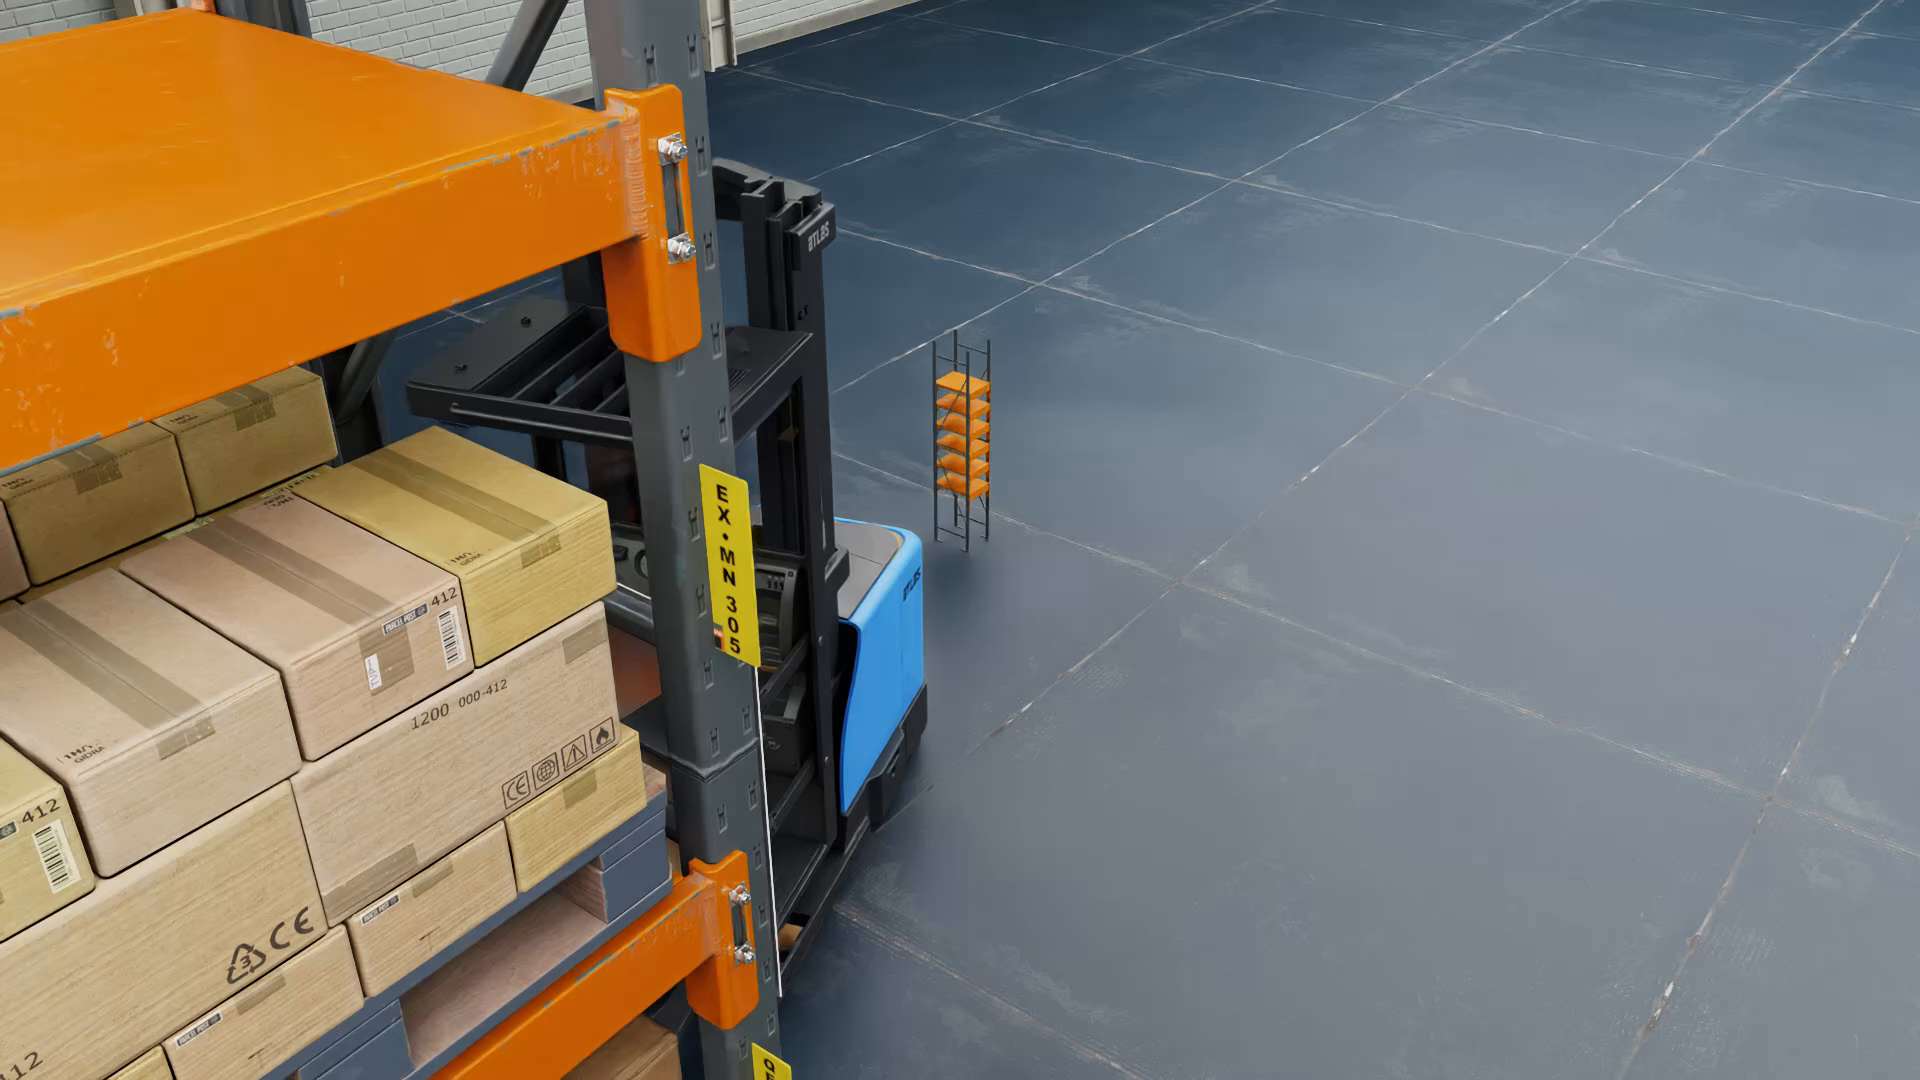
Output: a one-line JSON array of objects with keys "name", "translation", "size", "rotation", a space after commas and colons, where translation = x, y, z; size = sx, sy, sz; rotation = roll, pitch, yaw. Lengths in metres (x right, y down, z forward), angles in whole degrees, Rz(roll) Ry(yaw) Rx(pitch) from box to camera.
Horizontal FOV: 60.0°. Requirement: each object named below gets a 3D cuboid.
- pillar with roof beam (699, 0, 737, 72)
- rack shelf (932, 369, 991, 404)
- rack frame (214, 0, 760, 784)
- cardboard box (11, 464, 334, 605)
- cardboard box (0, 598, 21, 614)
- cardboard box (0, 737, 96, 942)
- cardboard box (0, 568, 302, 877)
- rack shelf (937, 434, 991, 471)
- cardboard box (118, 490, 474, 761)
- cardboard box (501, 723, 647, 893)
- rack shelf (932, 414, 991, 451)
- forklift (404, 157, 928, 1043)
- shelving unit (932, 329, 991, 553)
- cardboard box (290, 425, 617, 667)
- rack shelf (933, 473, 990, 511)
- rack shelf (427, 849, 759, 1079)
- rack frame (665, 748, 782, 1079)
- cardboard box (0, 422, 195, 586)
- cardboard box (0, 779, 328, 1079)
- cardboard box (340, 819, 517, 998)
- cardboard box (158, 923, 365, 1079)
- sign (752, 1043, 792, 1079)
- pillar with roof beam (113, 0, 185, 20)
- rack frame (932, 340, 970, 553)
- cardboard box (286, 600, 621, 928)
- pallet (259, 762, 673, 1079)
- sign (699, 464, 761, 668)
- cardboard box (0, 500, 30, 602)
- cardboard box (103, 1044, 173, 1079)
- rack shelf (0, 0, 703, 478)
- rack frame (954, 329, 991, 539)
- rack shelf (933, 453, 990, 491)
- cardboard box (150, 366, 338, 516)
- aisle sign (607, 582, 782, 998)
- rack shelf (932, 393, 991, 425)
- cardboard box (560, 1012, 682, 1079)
[{"name": "pillar with roof beam", "translation": [0.798, -7.630, 13.298], "size": [9.100, 9.000, 0.400], "rotation": [21, 37, 31]}, {"name": "rack shelf", "translation": [0.009, -0.794, 8.793], "size": [0.258, 0.103, 0.180], "rotation": [21, 37, 31]}, {"name": "rack frame", "translation": [-0.772, -1.075, 2.237], "size": [1.000, 3.000, 0.127], "rotation": [21, 37, 31]}, {"name": "cardboard box", "translation": [-1.268, 0.046, 2.634], "size": [0.500, 0.250, 0.500], "rotation": [21, 37, 31]}, {"name": "cardboard box", "translation": [-1.573, 0.253, 2.285], "size": [0.500, 0.250, 0.500], "rotation": [21, 36, 31]}, {"name": "cardboard box", "translation": [-1.166, 0.310, 1.798], "size": [0.380, 0.149, 0.250], "rotation": [22, 37, 32]}, {"name": "cardboard box", "translation": [-1.011, 0.204, 1.976], "size": [0.380, 0.149, 0.250], "rotation": [22, 37, 32]}, {"name": "rack shelf", "translation": [0.009, -0.484, 8.977], "size": [0.258, 0.103, 0.180], "rotation": [21, 37, 31]}, {"name": "cardboard box", "translation": [-0.857, 0.100, 2.152], "size": [0.380, 0.149, 0.250], "rotation": [21, 37, 32]}, {"name": "cardboard box", "translation": [-0.702, 0.340, 2.529], "size": [0.380, 0.149, 0.250], "rotation": [21, 37, 31]}, {"name": "rack shelf", "translation": [0.009, -0.587, 8.916], "size": [0.258, 0.103, 0.180], "rotation": [21, 37, 31]}, {"name": "forklift", "translation": [-1.098, 0.256, 5.943], "size": [1.130, 2.935, 3.031], "rotation": [10, 32, 16]}, {"name": "shelving unit", "translation": [0.009, -0.522, 8.954], "size": [0.258, 1.200, 0.189], "rotation": [21, 37, 31]}, {"name": "cardboard box", "translation": [-0.705, -0.001, 2.322], "size": [0.380, 0.149, 0.250], "rotation": [22, 37, 32]}, {"name": "rack shelf", "translation": [0.009, -0.277, 9.099], "size": [0.258, 0.103, 0.180], "rotation": [21, 37, 31]}, {"name": "rack shelf", "translation": [-1.979, 1.338, 1.813], "size": [1.077, 0.370, 4.000], "rotation": [21, 37, 31]}, {"name": "rack frame", "translation": [-0.772, 1.506, 3.766], "size": [1.000, 3.000, 0.127], "rotation": [21, 37, 31]}, {"name": "cardboard box", "translation": [-1.379, -0.104, 2.495], "size": [0.380, 0.149, 0.250], "rotation": [21, 37, 32]}, {"name": "cardboard box", "translation": [-1.147, 0.417, 2.008], "size": [0.500, 0.250, 0.500], "rotation": [21, 37, 31]}, {"name": "cardboard box", "translation": [-0.855, 0.442, 2.357], "size": [0.380, 0.149, 0.250], "rotation": [21, 37, 32]}, {"name": "cardboard box", "translation": [-1.010, 0.546, 2.180], "size": [0.380, 0.149, 0.250], "rotation": [22, 37, 32]}, {"name": "sign", "translation": [-0.348, 1.079, 3.119], "size": [0.100, 0.325, 0.005], "rotation": [21, 37, 31]}, {"name": "pillar with roof beam", "translation": [-2.824, -5.191, 9.183], "size": [9.100, 9.000, 0.400], "rotation": [21, 37, 31]}, {"name": "rack frame", "translation": [-0.047, -0.485, 8.891], "size": [0.240, 1.200, 0.006], "rotation": [21, 37, 31]}, {"name": "cardboard box", "translation": [-0.845, 0.214, 2.351], "size": [0.500, 0.250, 0.500], "rotation": [22, 37, 32]}, {"name": "pallet", "translation": [-1.211, 0.559, 2.510], "size": [1.003, 0.211, 1.213], "rotation": [21, 37, 31]}, {"name": "sign", "translation": [-0.348, 0.042, 2.505], "size": [0.100, 0.325, 0.005], "rotation": [21, 37, 31]}, {"name": "cardboard box", "translation": [-1.533, 0.001, 2.319], "size": [0.380, 0.149, 0.250], "rotation": [21, 36, 31]}, {"name": "cardboard box", "translation": [-1.163, 0.649, 2.007], "size": [0.380, 0.149, 0.250], "rotation": [21, 37, 32]}, {"name": "rack shelf", "translation": [-1.979, 0.220, 1.150], "size": [1.077, 0.370, 4.000], "rotation": [21, 37, 31]}, {"name": "rack frame", "translation": [0.064, -0.559, 9.017], "size": [0.240, 1.200, 0.006], "rotation": [21, 37, 31]}, {"name": "rack shelf", "translation": [0.009, -0.381, 9.038], "size": [0.258, 0.103, 0.180], "rotation": [21, 37, 31]}, {"name": "cardboard box", "translation": [-1.227, -0.205, 2.666], "size": [0.380, 0.149, 0.250], "rotation": [22, 37, 32]}, {"name": "aisle sign", "translation": [-0.490, 0.451, 2.996], "size": [0.394, 0.787, 0.004], "rotation": [21, 37, 31]}, {"name": "rack shelf", "translation": [0.009, -0.690, 8.854], "size": [0.258, 0.103, 0.180], "rotation": [21, 37, 31]}, {"name": "cardboard box", "translation": [-1.027, 1.116, 3.218], "size": [0.875, 0.550, 0.550], "rotation": [21, 37, 31]}]
